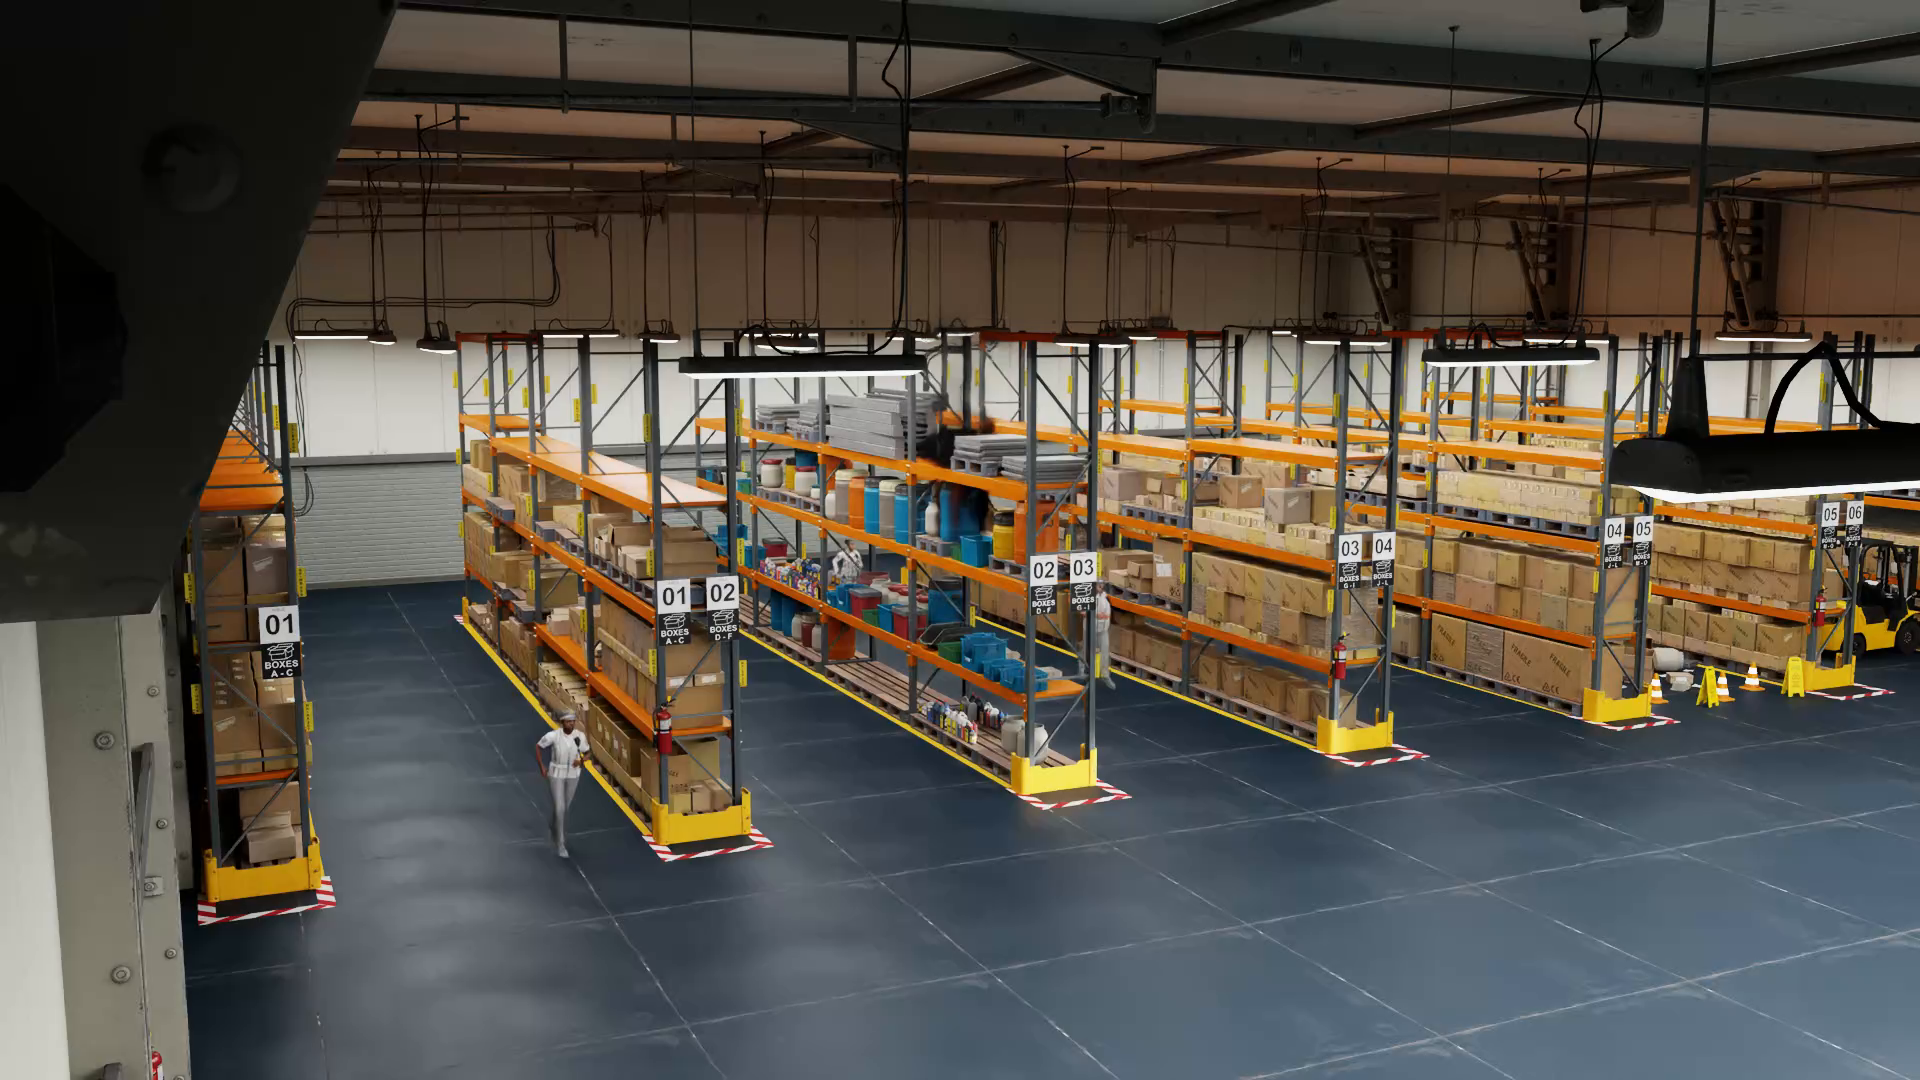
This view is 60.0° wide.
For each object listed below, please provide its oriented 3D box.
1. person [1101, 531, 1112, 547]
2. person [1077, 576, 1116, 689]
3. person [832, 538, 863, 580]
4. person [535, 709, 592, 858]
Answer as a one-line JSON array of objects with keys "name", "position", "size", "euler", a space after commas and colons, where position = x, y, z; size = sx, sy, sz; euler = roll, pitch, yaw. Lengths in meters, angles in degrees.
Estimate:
[{"name": "person", "position": [3.732, -0.151, 41.989], "size": [0.876, 1.792, 0.754], "euler": [0, 8, 3]}, {"name": "person", "position": [2.228, 1.496, 27.330], "size": [0.642, 1.865, 0.780], "euler": [-5, 9, -34]}, {"name": "person", "position": [-2.321, 0.776, 35.069], "size": [0.570, 1.679, 0.747], "euler": [-6, 10, -37]}, {"name": "person", "position": [-4.711, 2.848, 19.854], "size": [0.632, 1.729, 0.851], "euler": [-5, 9, -31]}]
